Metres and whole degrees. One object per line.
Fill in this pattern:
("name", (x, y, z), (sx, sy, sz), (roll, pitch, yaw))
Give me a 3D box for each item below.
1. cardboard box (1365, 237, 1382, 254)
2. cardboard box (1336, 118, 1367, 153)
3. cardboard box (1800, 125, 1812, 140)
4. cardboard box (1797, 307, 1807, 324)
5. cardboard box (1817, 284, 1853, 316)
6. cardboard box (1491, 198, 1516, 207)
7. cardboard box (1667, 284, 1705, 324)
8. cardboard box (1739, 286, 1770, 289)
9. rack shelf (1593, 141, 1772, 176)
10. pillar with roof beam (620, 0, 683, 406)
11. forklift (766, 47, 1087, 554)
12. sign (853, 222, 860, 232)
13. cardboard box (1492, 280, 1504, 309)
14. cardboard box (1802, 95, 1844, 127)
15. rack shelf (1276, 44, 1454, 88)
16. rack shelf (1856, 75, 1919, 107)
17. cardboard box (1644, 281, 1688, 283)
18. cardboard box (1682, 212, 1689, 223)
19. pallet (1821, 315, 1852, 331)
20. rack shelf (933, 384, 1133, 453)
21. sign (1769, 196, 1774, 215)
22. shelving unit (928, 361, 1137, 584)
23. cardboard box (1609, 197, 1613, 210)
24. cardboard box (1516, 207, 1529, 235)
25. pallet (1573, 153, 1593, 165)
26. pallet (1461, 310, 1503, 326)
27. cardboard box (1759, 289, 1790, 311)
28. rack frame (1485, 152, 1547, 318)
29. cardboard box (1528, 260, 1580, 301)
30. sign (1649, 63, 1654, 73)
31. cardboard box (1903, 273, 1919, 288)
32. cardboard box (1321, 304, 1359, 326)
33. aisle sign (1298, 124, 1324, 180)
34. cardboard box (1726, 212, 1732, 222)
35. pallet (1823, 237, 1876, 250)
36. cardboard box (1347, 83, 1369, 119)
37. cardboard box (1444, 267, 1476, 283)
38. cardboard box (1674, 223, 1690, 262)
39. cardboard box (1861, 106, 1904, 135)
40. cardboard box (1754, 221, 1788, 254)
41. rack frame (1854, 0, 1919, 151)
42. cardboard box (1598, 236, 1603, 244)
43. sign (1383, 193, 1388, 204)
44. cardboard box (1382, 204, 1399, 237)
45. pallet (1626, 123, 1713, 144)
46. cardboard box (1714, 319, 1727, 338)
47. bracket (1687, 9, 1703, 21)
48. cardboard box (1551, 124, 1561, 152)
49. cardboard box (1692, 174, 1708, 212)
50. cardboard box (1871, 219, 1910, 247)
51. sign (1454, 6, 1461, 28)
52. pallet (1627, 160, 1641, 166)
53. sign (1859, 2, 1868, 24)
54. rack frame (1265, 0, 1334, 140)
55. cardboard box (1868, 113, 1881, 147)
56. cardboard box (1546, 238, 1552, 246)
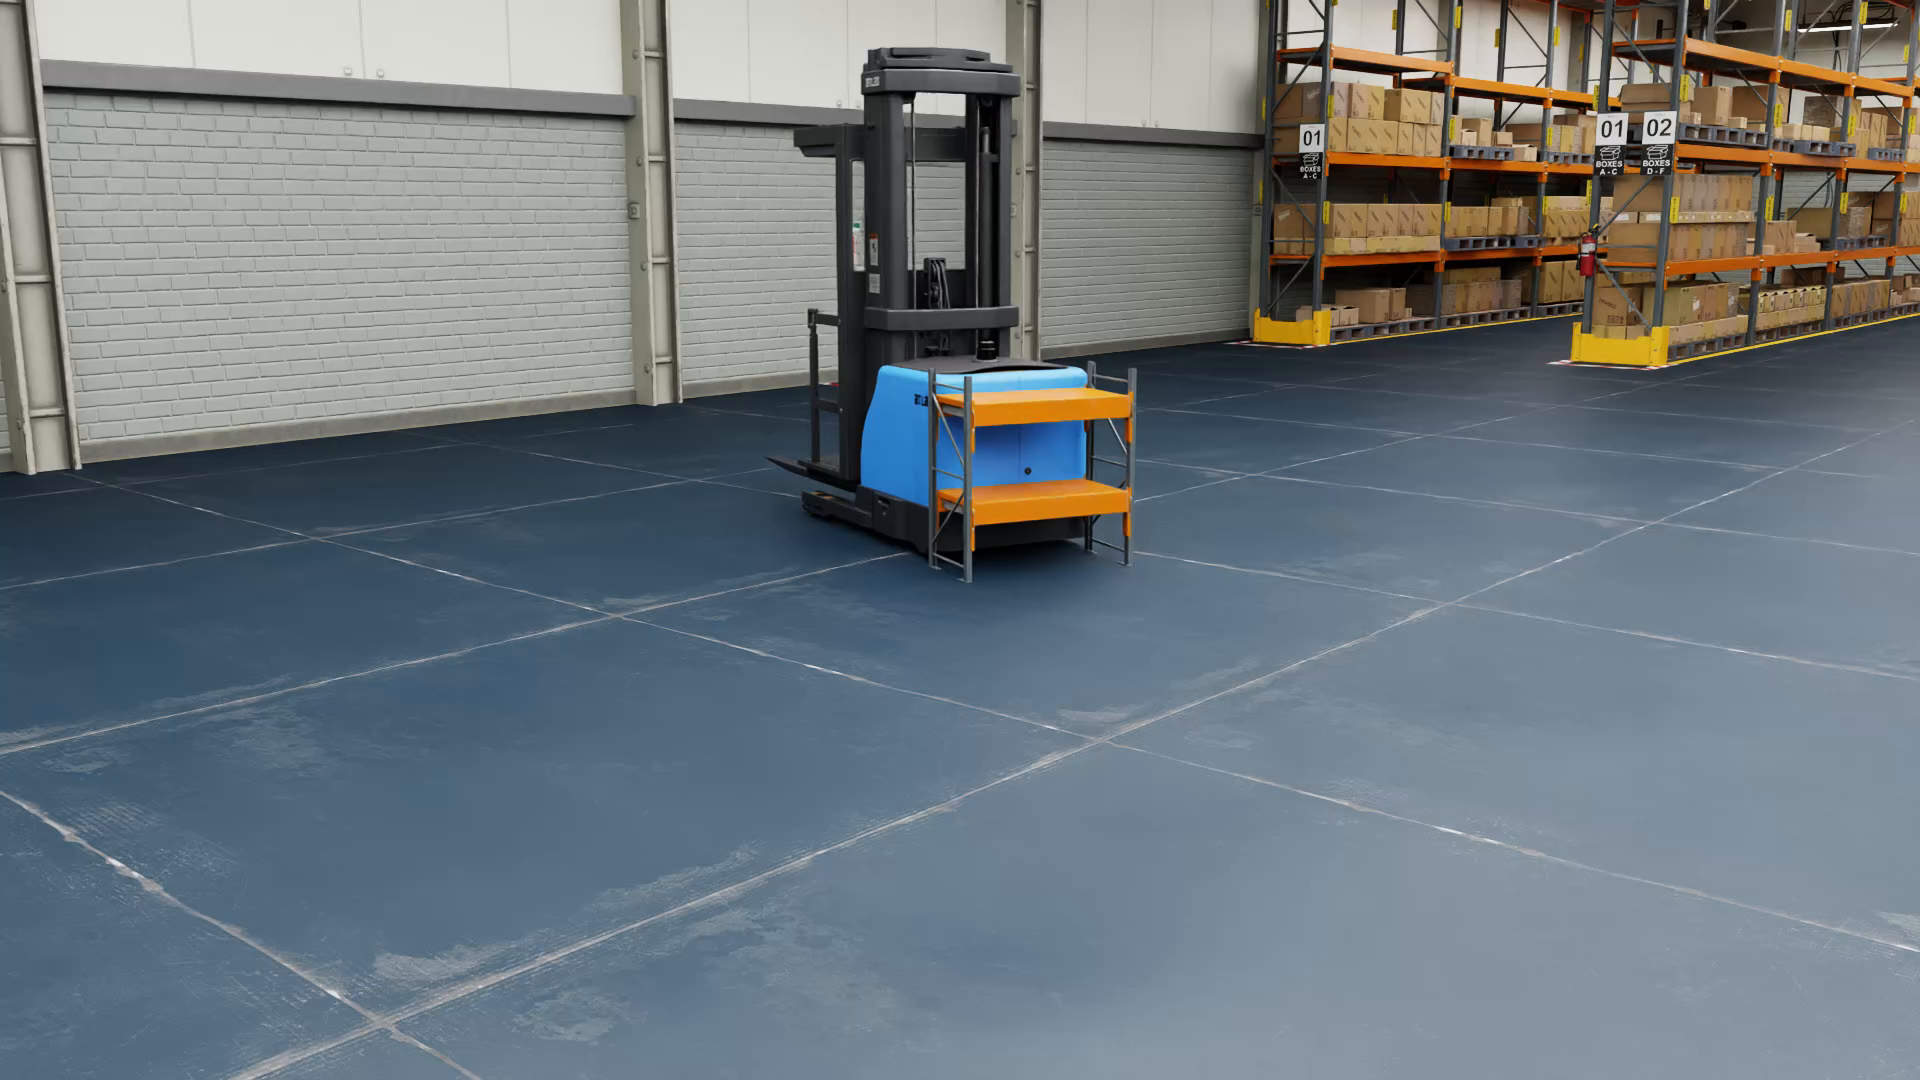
("cardboard box", (6.198, -4.572, 25.775), (0.500, 0.250, 0.500), (9, 15, 39))
("cardboard box", (5.754, -6.074, 24.997), (0.500, 0.500, 0.500), (-11, 16, -44))
("cardboard box", (12.993, -6.357, 26.031), (0.500, 0.250, 0.500), (9, 15, 39))
("cardboard box", (13.133, -3.588, 26.466), (0.500, 0.250, 0.500), (10, 15, 42))
("cardboard box", (14.825, -4.087, 28.276), (0.500, 0.500, 0.500), (9, 14, 38))
("cardboard box", (9.839, -6.108, 30.102), (0.380, 0.149, 0.250), (7, 13, 31))
("cardboard box", (9.858, -3.237, 22.793), (0.500, 0.500, 0.500), (10, 15, 40))
("cardboard box", (12.723, -3.930, 26.745), (0.500, 0.311, 0.500), (9, 15, 39))
("rack shelf", (10.008, -5.225, 22.891), (1.077, 0.370, 4.000), (10, 15, 40))
("pillar with roof beam", (0.089, -5.287, 13.707), (9.100, 9.000, 0.400), (10, 15, 40))
("forklift", (-0.388, -1.600, 10.737), (1.130, 2.935, 3.031), (-6, 13, -28))
("sign", (-1.277, -3.635, 19.307), (0.001, 0.109, 0.331), (10, 15, 40))
("cardboard box", (9.382, -4.446, 30.072), (0.700, 0.500, 0.500), (10, 15, 40))
("cardboard box", (14.261, -7.063, 27.450), (0.500, 0.500, 0.500), (10, 15, 40))
("rack shelf", (6.284, -7.334, 25.802), (1.077, 0.370, 4.000), (10, 15, 40))
("rack shelf", (17.929, -8.460, 31.437), (1.077, 0.370, 4.000), (10, 15, 40))
("cardboard box", (10.127, -3.451, 23.867), (0.500, 0.500, 0.500), (10, 15, 40))
("cardboard box", (9.446, -4.285, 22.097), (0.380, 0.149, 0.250), (10, 15, 41))
("pallet", (14.490, -3.727, 28.333), (1.003, 0.211, 1.213), (10, 15, 40))
("rack shelf", (0.402, -0.688, 9.292), (1.000, 0.278, 0.538), (-5, 12, -25))
("sign", (13.555, -5.587, 27.773), (0.100, 0.325, 0.005), (10, 15, 40))
("shelving unit", (0.402, -0.401, 9.349), (1.048, 1.125, 0.538), (-5, 12, -25))
("cardboard box", (12.769, -6.689, 33.061), (0.500, 0.250, 0.500), (10, 15, 42))
("cardboard box", (9.942, -5.824, 30.333), (0.700, 0.500, 0.500), (8, 14, 34))
("pallet", (11.366, -7.274, 31.797), (1.003, 0.211, 1.213), (11, 16, 43))
("pallet", (8.923, -3.969, 29.542), (1.003, 0.211, 1.213), (10, 15, 40))
("cardboard box", (12.463, -3.712, 25.652), (0.500, 0.311, 0.500), (9, 14, 38))
("rack frame", (10.245, -5.629, 30.738), (1.000, 3.000, 0.127), (10, 15, 40))
("cardboard box", (11.412, -5.001, 32.005), (0.750, 0.750, 0.750), (10, 15, 40))
("sign", (15.113, -10.357, 36.300), (0.100, 0.325, 0.005), (10, 15, 40))
("cardboard box", (19.076, -5.045, 33.069), (0.500, 0.500, 0.500), (10, 15, 40))
("cardboard box", (5.865, -3.524, 25.937), (0.500, 0.311, 0.500), (-11, 15, -43))
("aisle sign", (5.142, -5.678, 24.343), (0.394, 0.787, 0.004), (10, 15, 40))
("cardboard box", (10.637, -4.551, 23.427), (0.380, 0.149, 0.250), (10, 15, 40))
("pallet", (15.249, -5.182, 28.989), (1.003, 0.211, 1.213), (10, 15, 40))
("cardboard box", (5.770, -6.565, 24.905), (0.500, 0.500, 0.500), (10, 15, 40))
("cardboard box", (8.707, -4.651, 29.185), (0.500, 0.250, 0.500), (9, 15, 39))
("cardboard box", (9.349, -4.007, 22.357), (0.700, 0.500, 0.500), (10, 15, 42))
("cardboard box", (16.901, -7.665, 30.462), (0.700, 0.500, 0.500), (10, 15, 40))
("cardboard box", (12.526, -4.712, 25.890), (0.500, 0.500, 0.500), (10, 15, 40))
("rack frame", (16.609, -8.520, 29.893), (1.000, 3.000, 0.127), (10, 15, 40))
("cardboard box", (12.391, -5.899, 32.679), (0.380, 0.149, 0.250), (10, 15, 40))
("sign", (7.185, -5.680, 28.035), (0.100, 0.325, 0.005), (10, 15, 40))
("cardboard box", (6.516, -5.012, 26.064), (0.500, 0.500, 0.500), (10, 15, 42))
("pallet", (9.174, -5.341, 21.860), (1.003, 0.211, 1.213), (10, 15, 40))
("cardboard box", (10.530, -3.014, 23.593), (0.500, 0.250, 0.500), (10, 15, 40))
("bracket", (16.651, -11.916, 37.704), (0.235, 0.232, 0.430), (10, 15, 40))
("cardboard box", (10.832, -7.529, 31.210), (0.700, 0.500, 0.500), (9, 14, 37))
("cardboard box", (9.716, -4.725, 22.642), (0.700, 0.500, 0.500), (10, 15, 41))
("cardboard box", (17.150, -5.667, 30.670), (0.500, 0.500, 0.500), (10, 15, 42))
("sign", (8.000, -8.407, 26.740), (0.100, 0.325, 0.005), (10, 15, 40))
("pallet", (13.433, -7.764, 33.995), (1.003, 0.211, 1.213), (10, 15, 40))
("sign", (14.388, -8.396, 26.483), (0.100, 0.325, 0.005), (10, 15, 40))
("rack frame", (4.964, -7.394, 24.258), (1.000, 3.000, 0.127), (10, 15, 40))
("cardboard box", (15.797, -7.187, 29.296), (0.600, 0.600, 0.600), (10, 15, 40))
("cardboard box", (10.809, -5.571, 31.033), (0.380, 0.149, 0.250), (10, 15, 41))
